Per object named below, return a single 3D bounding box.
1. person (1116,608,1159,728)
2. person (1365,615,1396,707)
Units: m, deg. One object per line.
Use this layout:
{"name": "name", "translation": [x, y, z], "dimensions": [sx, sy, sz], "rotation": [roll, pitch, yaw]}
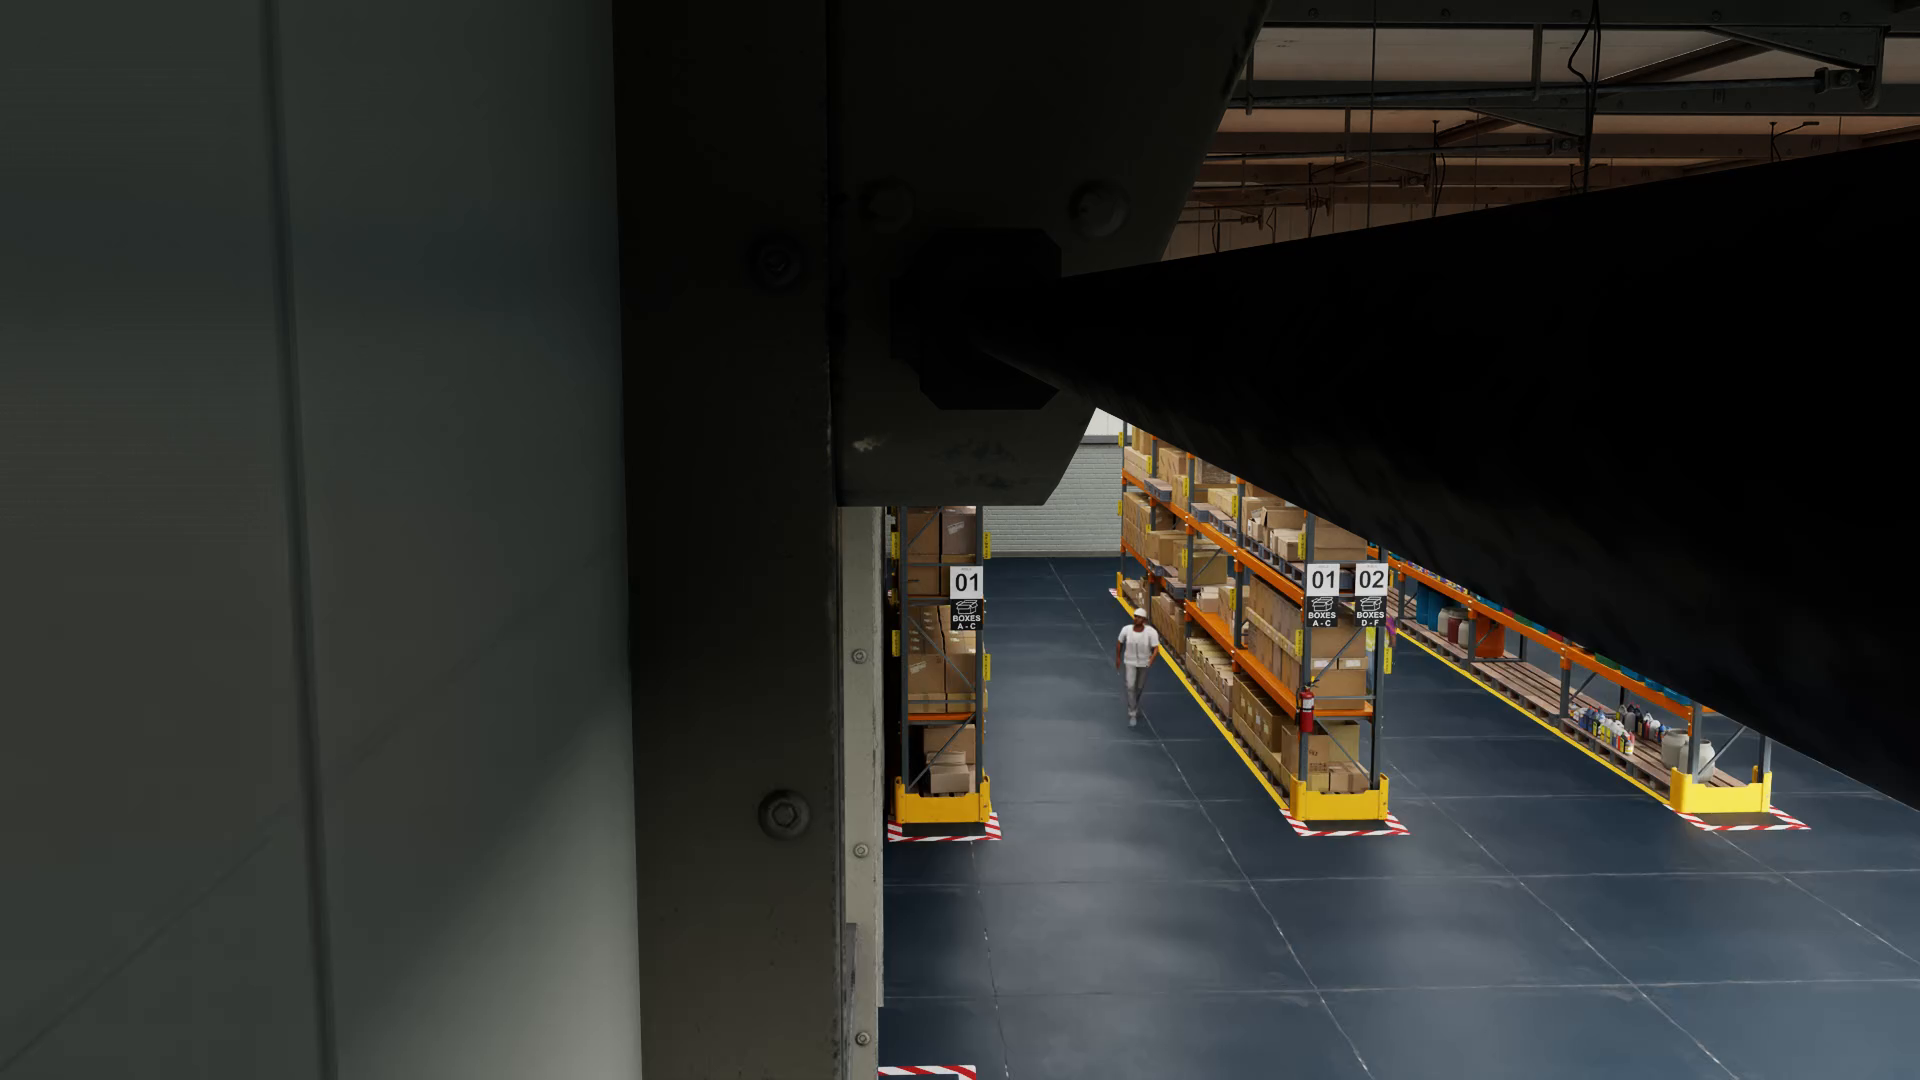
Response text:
{"name": "person", "translation": [2.736, 1.912, 25.504], "dimensions": [0.620, 1.745, 1.003], "rotation": [0, 8, -2]}
{"name": "person", "translation": [6.670, 1.768, 26.531], "dimensions": [0.512, 1.725, 1.080], "rotation": [-1, 8, -7]}
